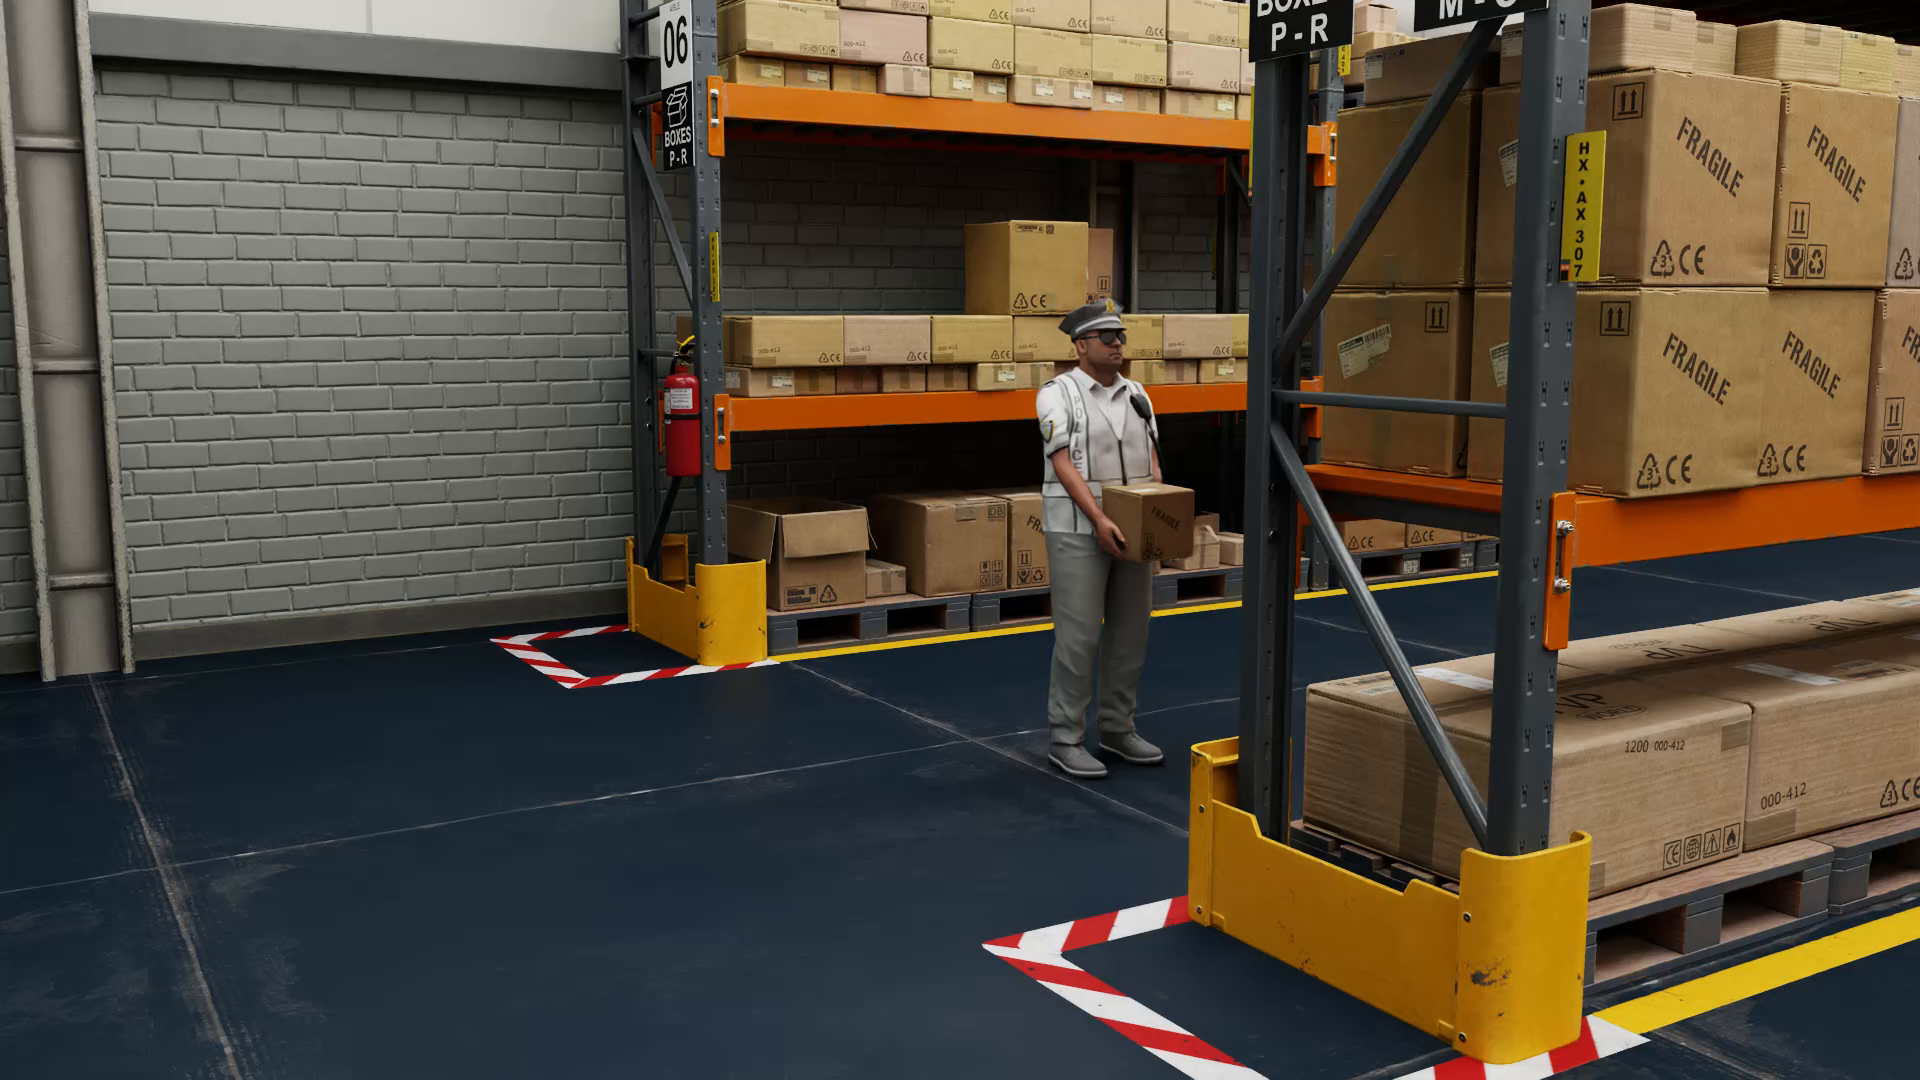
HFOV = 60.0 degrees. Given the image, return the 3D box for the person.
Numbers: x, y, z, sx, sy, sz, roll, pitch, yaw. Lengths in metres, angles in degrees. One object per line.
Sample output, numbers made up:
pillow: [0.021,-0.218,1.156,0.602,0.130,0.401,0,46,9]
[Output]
person: [0.581,-0.020,6.320,0.505,1.782,0.552,-5,9,-30]
